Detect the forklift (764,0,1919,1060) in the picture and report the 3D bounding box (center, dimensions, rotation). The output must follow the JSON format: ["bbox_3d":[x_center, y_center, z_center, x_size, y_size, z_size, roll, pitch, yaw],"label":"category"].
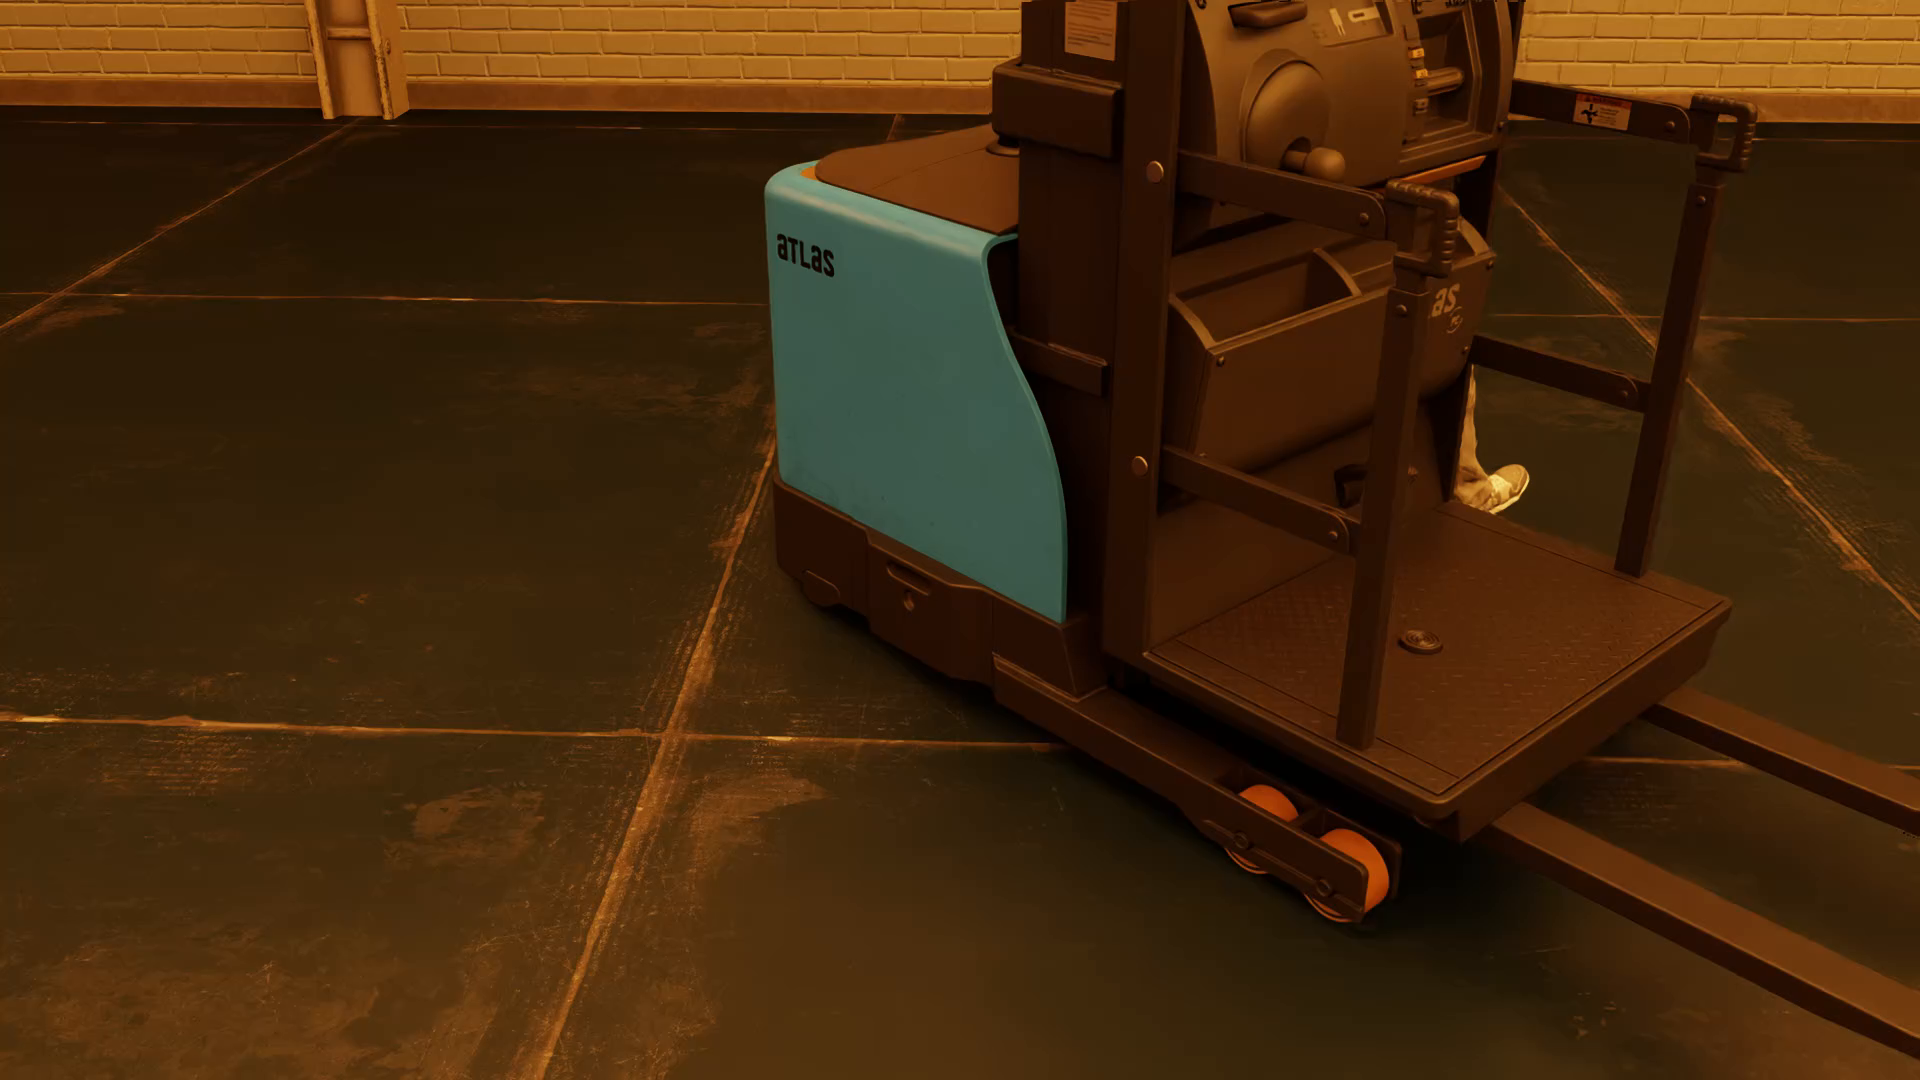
[{"bbox_3d":[0.893,-0.862,2.957,1.130,2.935,3.031,-22,34,-37],"label":"forklift"}]

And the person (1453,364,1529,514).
[{"bbox_3d":[1.149,-0.680,4.159,0.868,1.530,0.548,-17,31,-31],"label":"person"}]
